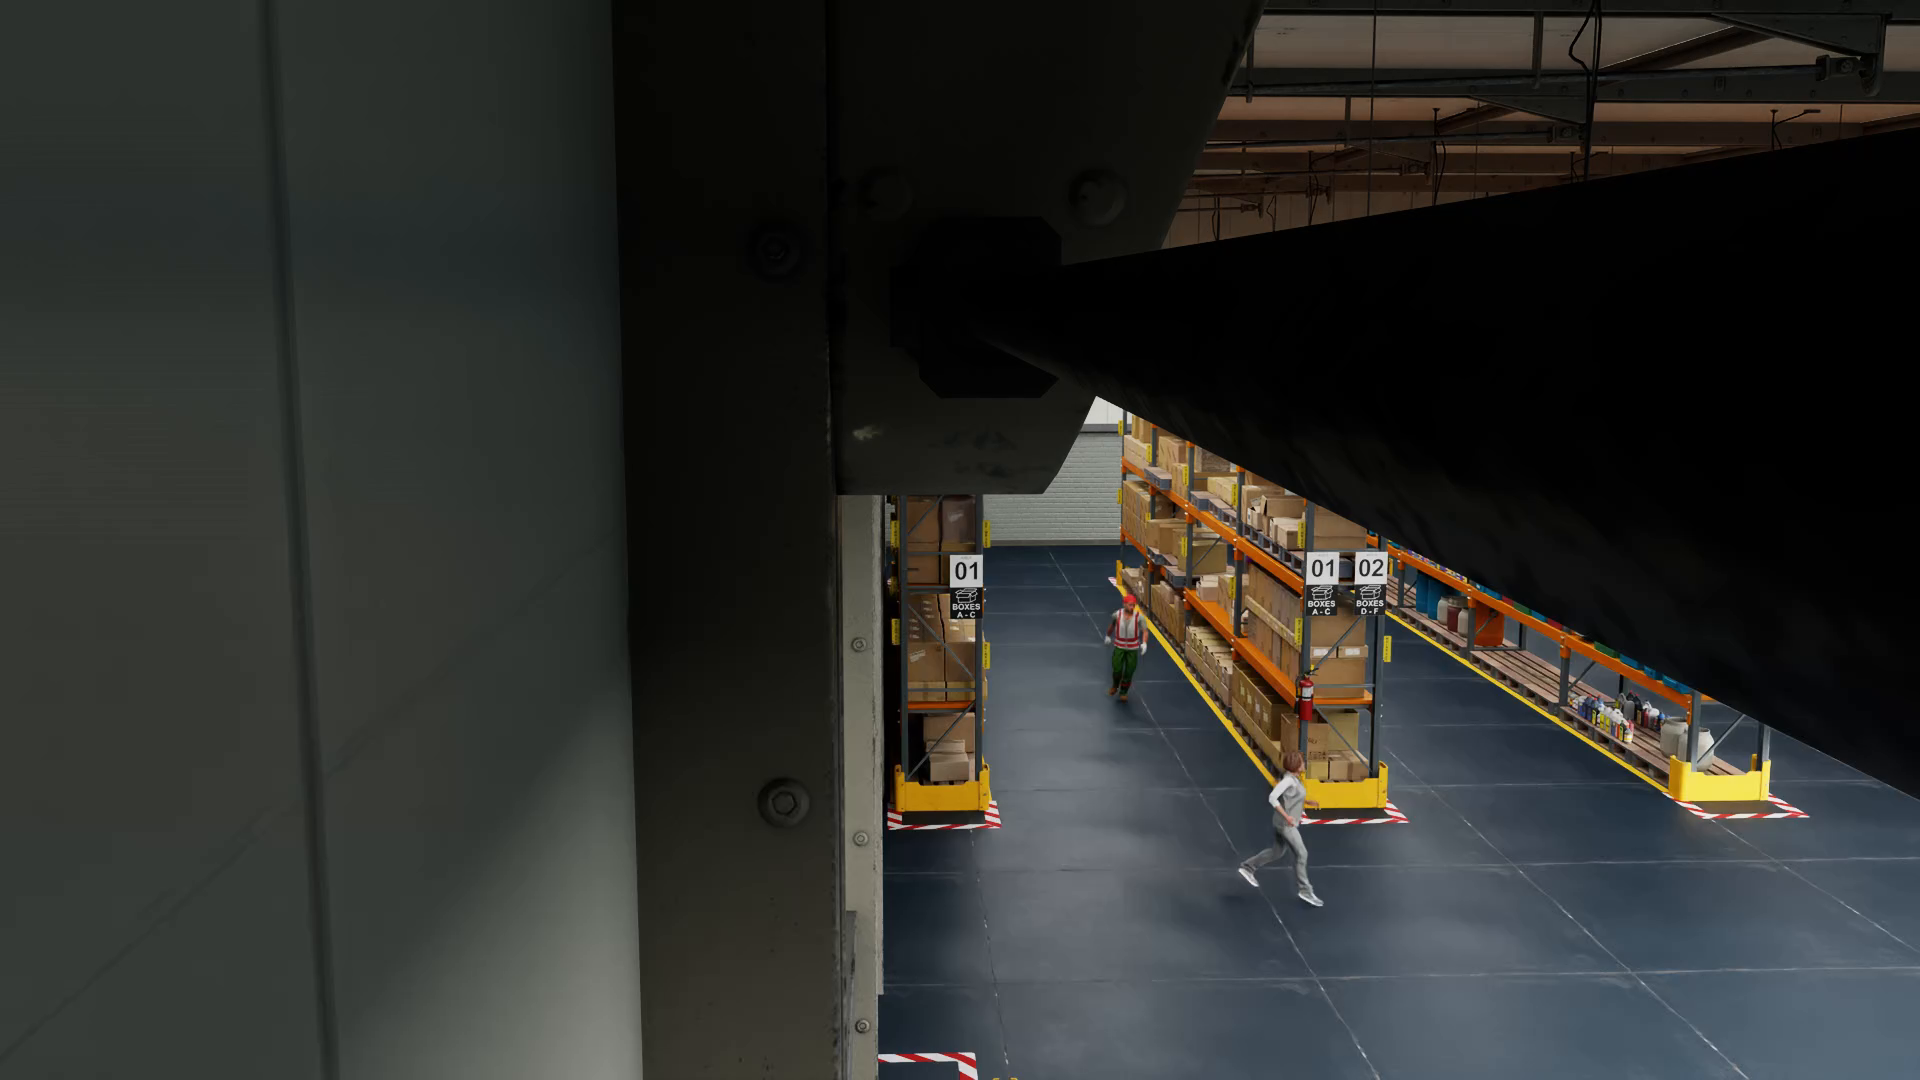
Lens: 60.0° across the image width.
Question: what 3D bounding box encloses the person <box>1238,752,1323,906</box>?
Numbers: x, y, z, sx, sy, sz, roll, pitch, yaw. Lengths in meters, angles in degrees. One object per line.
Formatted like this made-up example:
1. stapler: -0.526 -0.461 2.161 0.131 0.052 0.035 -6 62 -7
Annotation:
1. person: 3.366 2.994 17.376 0.891 1.611 0.563 2 9 14

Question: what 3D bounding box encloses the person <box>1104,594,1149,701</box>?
1. person: 2.574 1.674 25.772 0.686 1.728 0.778 1 8 6

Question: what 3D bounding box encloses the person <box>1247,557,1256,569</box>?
1. person: 5.850 0.806 31.611 0.675 1.754 0.689 -1 9 -8
